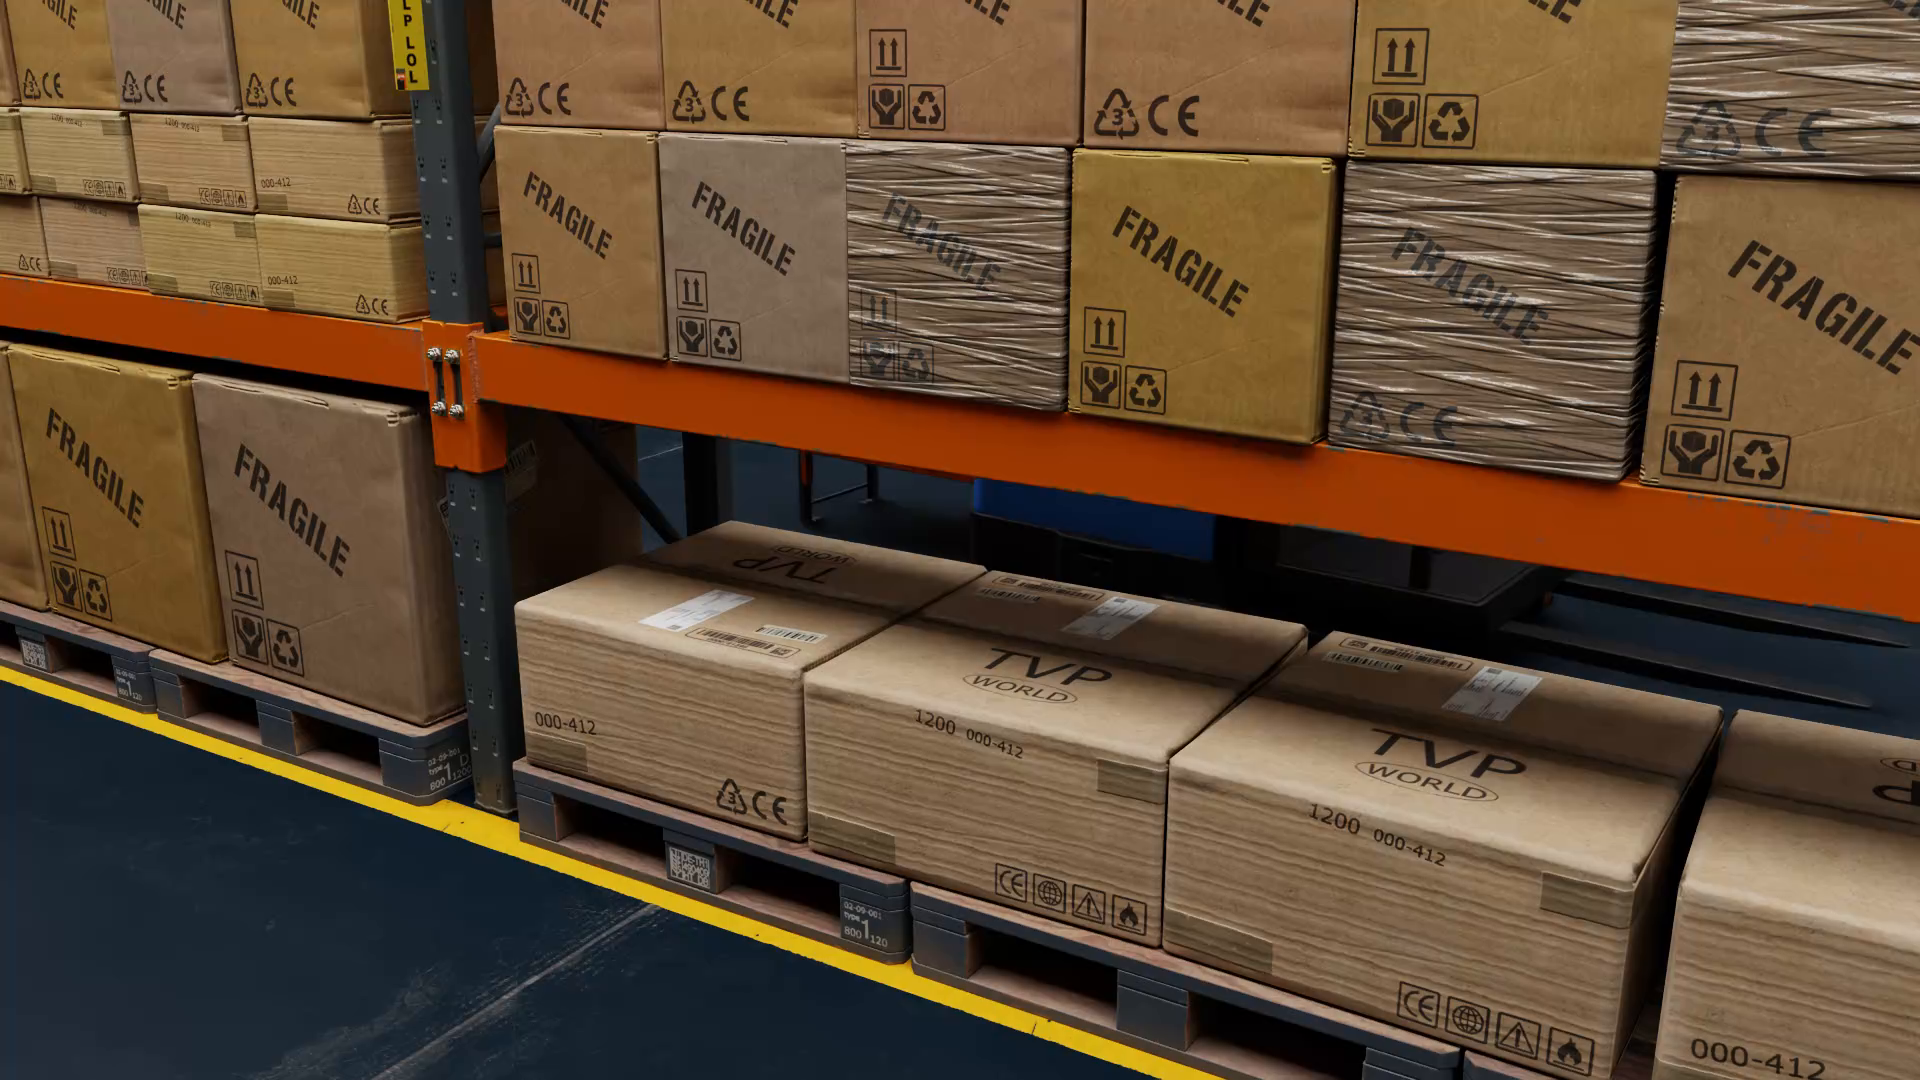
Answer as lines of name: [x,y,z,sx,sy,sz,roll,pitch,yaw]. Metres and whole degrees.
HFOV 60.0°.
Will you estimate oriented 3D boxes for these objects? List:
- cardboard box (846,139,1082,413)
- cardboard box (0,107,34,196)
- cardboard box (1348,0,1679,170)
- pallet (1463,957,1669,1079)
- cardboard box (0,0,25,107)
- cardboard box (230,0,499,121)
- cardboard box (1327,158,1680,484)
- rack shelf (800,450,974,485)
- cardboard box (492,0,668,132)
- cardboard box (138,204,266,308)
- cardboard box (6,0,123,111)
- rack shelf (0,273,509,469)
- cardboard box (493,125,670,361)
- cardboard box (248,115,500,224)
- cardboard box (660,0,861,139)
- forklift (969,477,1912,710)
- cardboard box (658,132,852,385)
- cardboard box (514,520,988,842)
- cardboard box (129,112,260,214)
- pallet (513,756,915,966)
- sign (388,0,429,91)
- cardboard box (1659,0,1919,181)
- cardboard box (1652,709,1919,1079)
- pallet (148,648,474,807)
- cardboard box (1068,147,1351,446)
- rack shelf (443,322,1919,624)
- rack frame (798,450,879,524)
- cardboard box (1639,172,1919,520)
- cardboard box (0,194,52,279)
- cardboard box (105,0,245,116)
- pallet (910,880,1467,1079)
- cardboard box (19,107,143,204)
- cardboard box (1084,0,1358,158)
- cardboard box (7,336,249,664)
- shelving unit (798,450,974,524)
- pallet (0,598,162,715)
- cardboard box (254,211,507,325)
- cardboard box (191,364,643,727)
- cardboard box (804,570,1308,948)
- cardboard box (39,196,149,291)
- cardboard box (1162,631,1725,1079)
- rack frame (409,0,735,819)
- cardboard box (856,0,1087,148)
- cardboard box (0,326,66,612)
cardboard box: [0.112,-0.582,3.465,0.500,0.500,0.500,10,20,30]
cardboard box: [-2.821,-1.225,5.151,0.500,0.250,0.500,11,20,31]
cardboard box: [0.995,-0.906,2.810,0.500,0.500,0.500,10,20,30]
pallet: [1.688,1.015,3.177,1.213,0.211,1.003,10,20,30]
cardboard box: [-2.826,-1.591,5.067,0.500,0.500,0.500,10,20,31]
cardboard box: [-1.510,-1.358,4.297,0.500,0.500,0.500,11,20,32]
cardboard box: [0.998,-0.429,2.959,0.500,0.500,0.500,11,20,32]
rack shelf: [-0.115,-0.345,6.923,1.000,0.278,0.538,12,21,34]
cardboard box: [-0.719,-1.219,3.842,0.500,0.500,0.500,10,20,30]
cardboard box: [-1.946,-0.837,4.735,0.500,0.250,0.500,10,19,29]
cardboard box: [-2.377,-1.516,4.820,0.500,0.500,0.500,11,20,32]
rack shelf: [-2.702,-0.786,5.544,4.000,0.370,1.077,10,20,30]
cardboard box: [-0.735,-0.737,3.975,0.500,0.500,0.500,11,20,32]
cardboard box: [-1.501,-1.000,4.410,0.500,0.250,0.500,10,20,30]
cardboard box: [-0.292,-1.141,3.584,0.500,0.500,0.500,10,19,29]
forklift: [1.514,-1.070,5.361,3.031,2.935,1.130,13,21,36]
cardboard box: [-0.309,-0.660,3.720,0.500,0.500,0.500,10,20,30]
cardboard box: [-0.519,0.322,4.347,0.875,0.438,0.875,10,19,29]
cardboard box: [-1.931,-1.074,4.654,0.500,0.250,0.500,11,20,31]
pallet: [-0.391,0.644,4.399,1.213,0.211,1.003,10,20,30]
sign: [-1.274,-1.206,3.834,0.005,0.325,0.100,10,20,30]
cardboard box: [1.414,-0.830,2.560,0.500,0.500,0.500,10,20,30]
cardboard box: [1.796,0.732,2.995,0.875,0.438,0.875,9,19,28]
pallet: [-1.695,0.410,5.168,1.213,0.211,1.003,10,20,30]
cardboard box: [0.551,-0.504,3.207,0.500,0.500,0.500,11,20,32]
rack shelf: [0.706,-0.177,3.541,4.000,0.370,1.077,10,20,30]
rack frame: [-0.526,-0.666,7.138,0.032,1.125,0.500,12,21,34]
cardboard box: [1.441,-0.353,2.710,0.500,0.500,0.500,10,19,29]
cardboard box: [-2.808,-0.996,5.258,0.500,0.250,0.500,10,20,30]
cardboard box: [-1.955,-1.434,4.550,0.500,0.500,0.500,11,20,31]
pallet: [0.653,0.829,3.789,1.213,0.211,1.003,10,20,30]
cardboard box: [-2.375,-1.151,4.908,0.500,0.250,0.500,11,20,31]
cardboard box: [0.567,-0.983,3.064,0.500,0.500,0.500,10,20,30]
cardboard box: [-2.342,-0.220,5.377,0.875,0.875,0.875,11,20,32]
shelving unit: [-0.115,-0.579,6.852,1.048,1.125,0.538,12,21,34]
pallet: [-2.739,0.225,5.778,1.213,0.211,1.003,10,20,30]
cardboard box: [-1.512,-0.760,4.479,0.500,0.250,0.500,10,19,29]
cardboard box: [-1.568,-0.084,4.931,0.875,0.875,0.875,11,20,32]
cardboard box: [0.244,0.458,3.900,0.875,0.438,0.875,9,19,28]
cardboard box: [-2.366,-0.919,5.003,0.500,0.250,0.500,10,19,29]
cardboard box: [1.011,0.595,3.447,0.875,0.438,0.875,11,20,32]
rack frame: [-0.998,-0.826,4.438,0.127,3.000,1.000,10,20,30]
cardboard box: [0.139,-1.060,3.318,0.500,0.500,0.500,11,20,31]
cardboard box: [-3.104,-0.356,5.825,0.875,0.875,0.875,10,20,31]
